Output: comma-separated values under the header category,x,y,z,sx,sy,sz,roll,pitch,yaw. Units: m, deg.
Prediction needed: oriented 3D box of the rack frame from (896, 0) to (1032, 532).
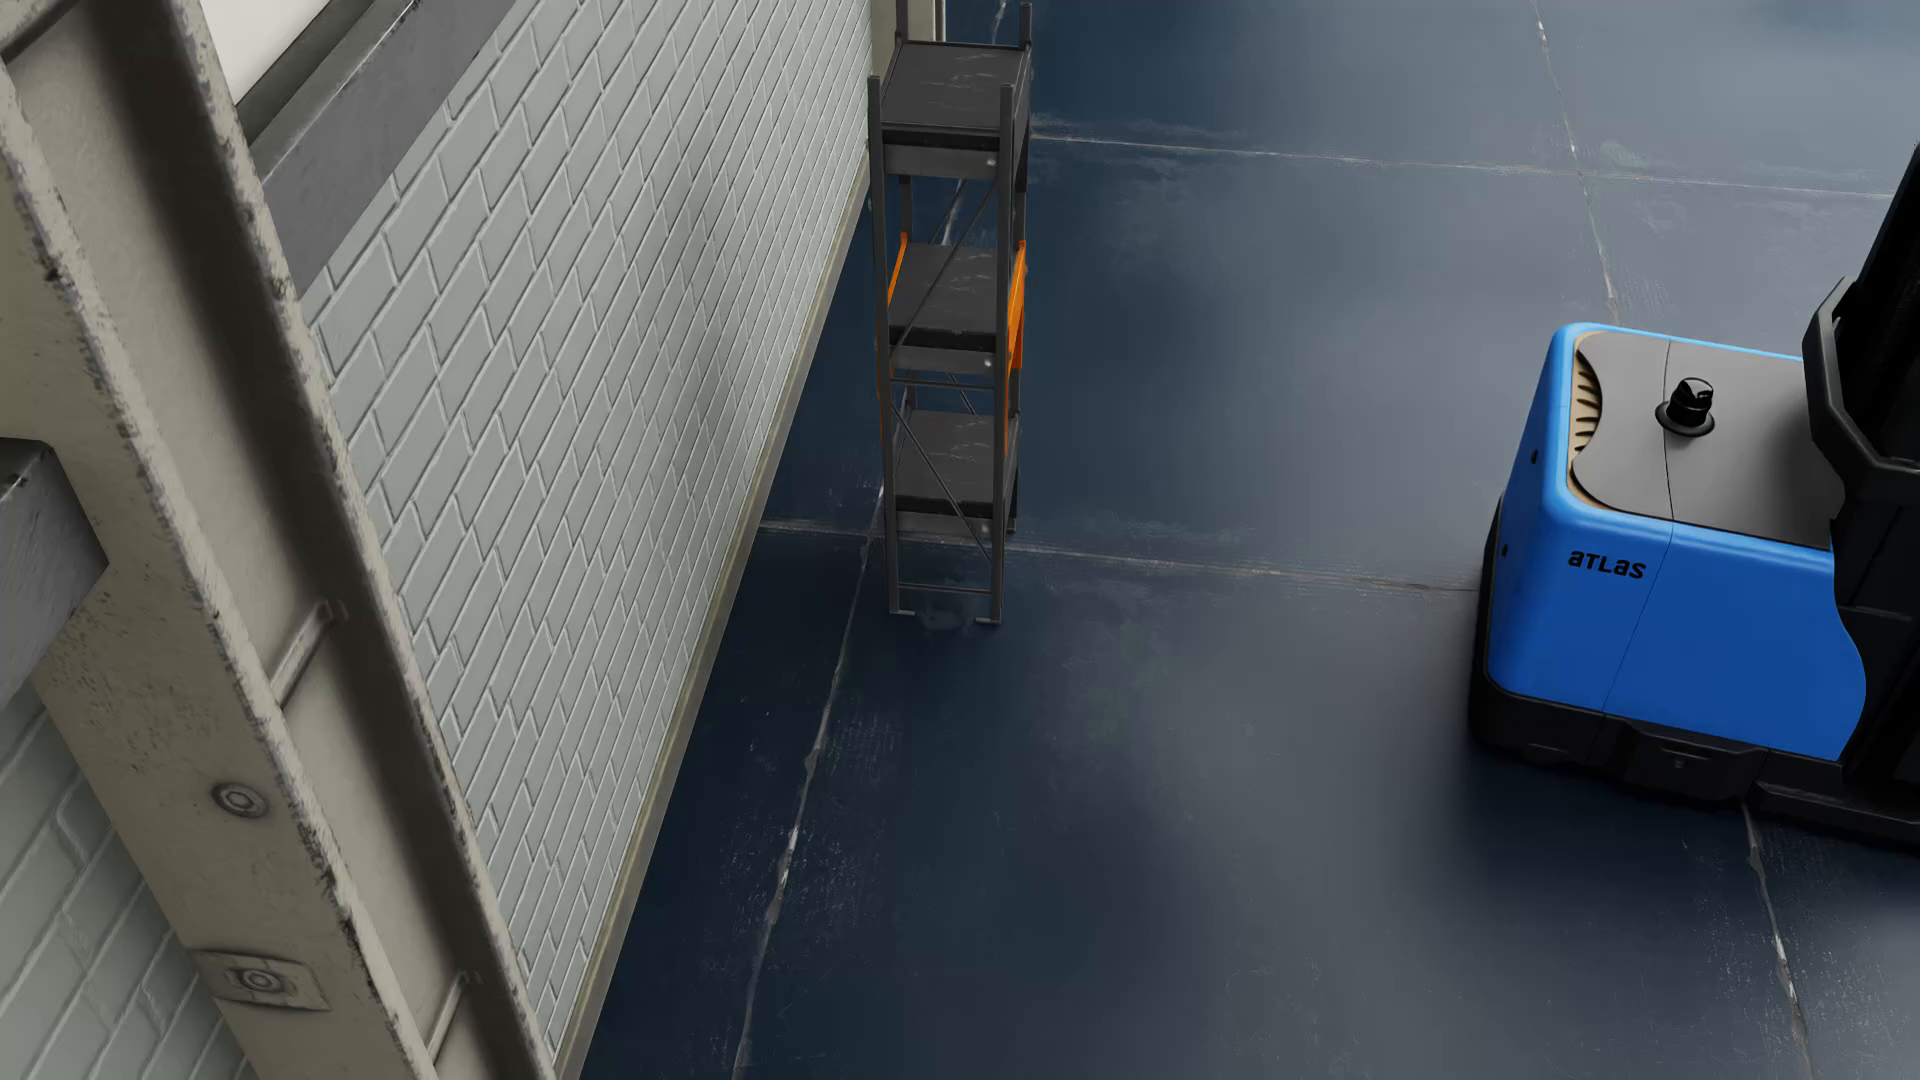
category,x,y,z,sx,sy,sz,roll,pitch,yaw
rack frame,0.010,-0.816,5.585,0.400,2.100,0.015,5,44,6

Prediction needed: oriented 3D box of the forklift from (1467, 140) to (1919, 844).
category,x,y,z,sx,sy,sz,roll,pitch,yaw
forklift,3.260,-0.407,4.548,3.031,2.935,1.130,12,45,12

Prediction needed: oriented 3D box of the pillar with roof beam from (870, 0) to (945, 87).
category,x,y,z,sx,sy,sz,roll,pitch,yaw
pillar with roof beam,4.016,-4.966,4.950,9.100,9.000,0.400,5,44,6

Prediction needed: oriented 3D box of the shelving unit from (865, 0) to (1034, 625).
category,x,y,z,sx,sy,sz,roll,pitch,yaw
shelving unit,-0.022,-0.650,5.409,0.431,2.100,0.503,5,44,6

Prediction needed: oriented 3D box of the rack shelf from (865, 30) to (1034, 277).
category,x,y,z,sx,sy,sz,roll,pitch,yaw
rack shelf,-0.022,-1.148,4.937,0.431,0.518,0.480,5,44,6

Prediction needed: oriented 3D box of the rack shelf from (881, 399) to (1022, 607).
category,x,y,z,sx,sy,sz,roll,pitch,yaw
rack shelf,-0.022,-0.131,5.900,0.431,0.518,0.480,5,44,6

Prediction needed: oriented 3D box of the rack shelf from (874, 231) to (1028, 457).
category,x,y,z,sx,sy,sz,roll,pitch,yaw
rack shelf,-0.022,-0.640,5.418,0.431,0.518,0.480,5,44,6

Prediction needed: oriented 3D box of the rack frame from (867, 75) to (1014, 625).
category,x,y,z,sx,sy,sz,roll,pitch,yaw
rack frame,-0.054,-0.483,5.233,0.400,2.100,0.015,5,44,6
